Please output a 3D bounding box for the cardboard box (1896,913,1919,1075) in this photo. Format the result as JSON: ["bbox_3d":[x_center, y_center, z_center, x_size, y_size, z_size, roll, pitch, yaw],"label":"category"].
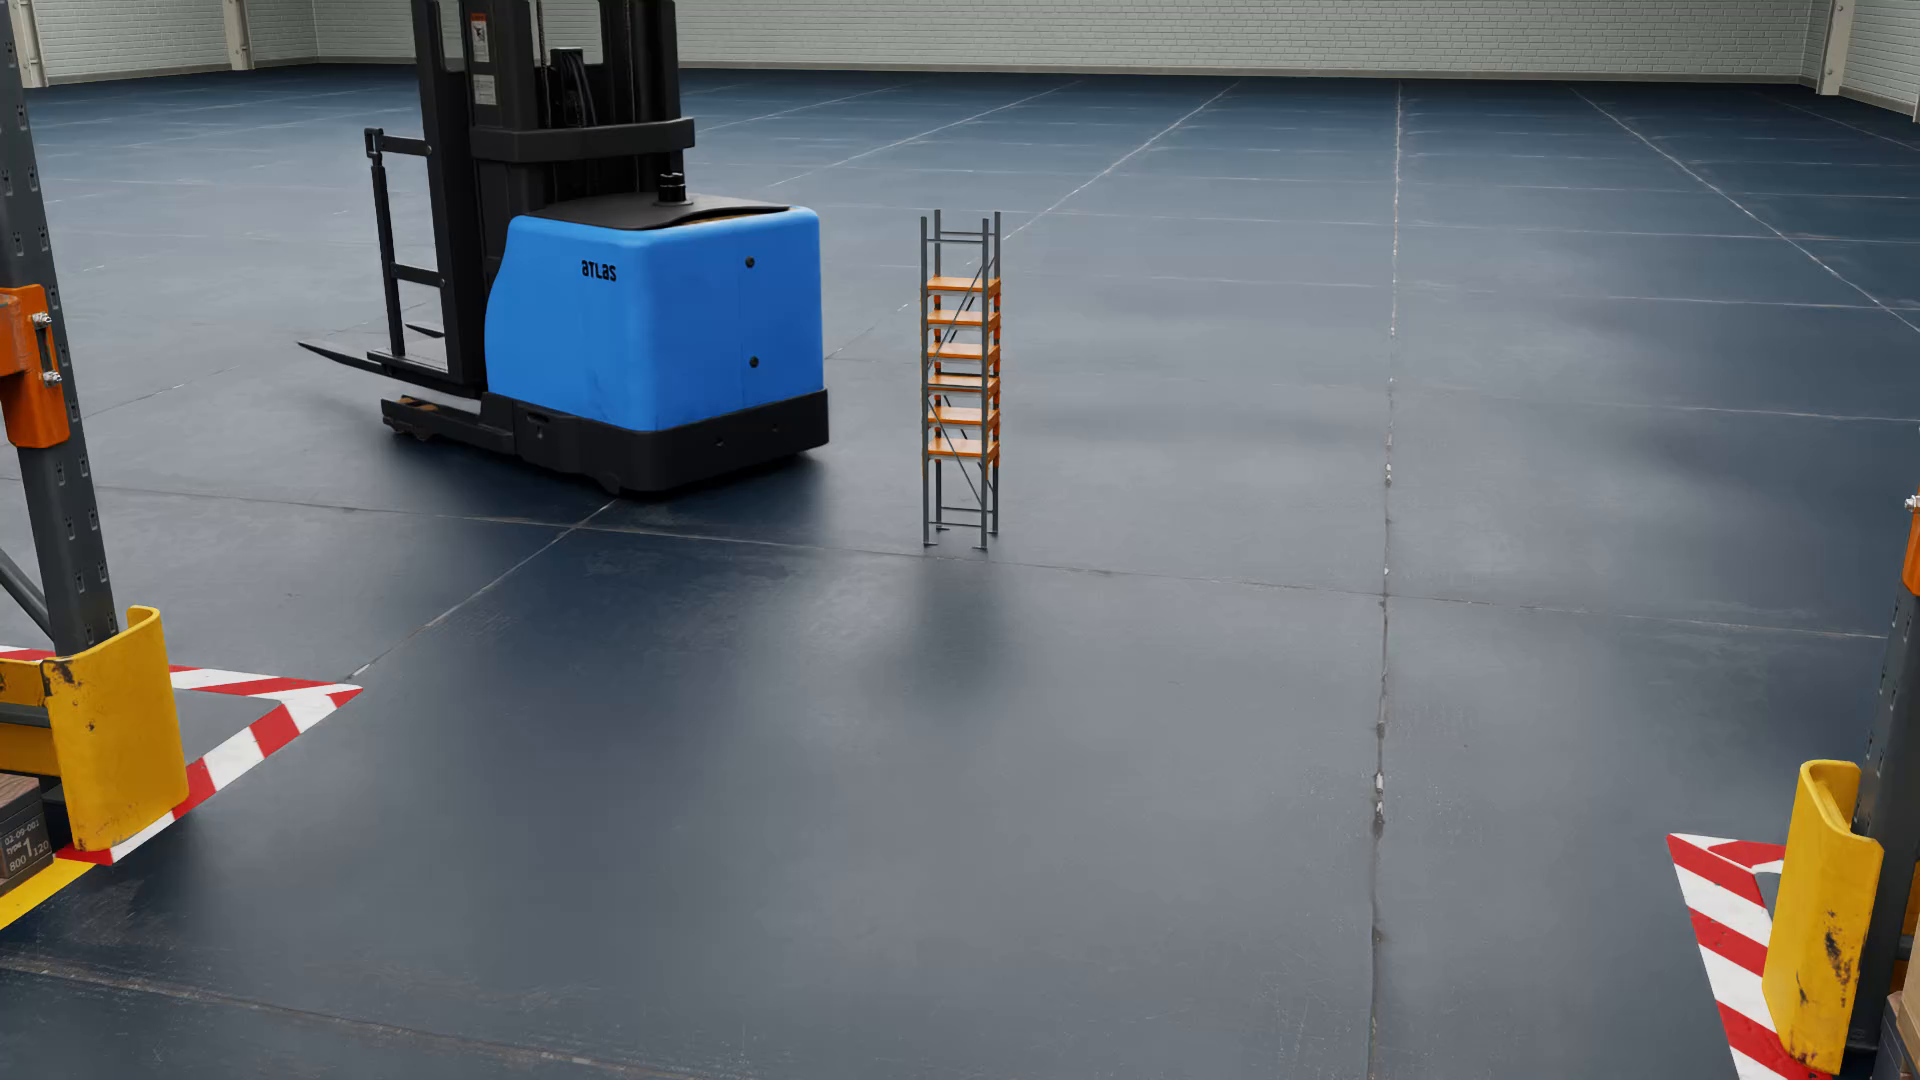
[{"bbox_3d":[1.858,0.852,2.658,0.500,0.250,0.500,5,19,13],"label":"cardboard box"}]

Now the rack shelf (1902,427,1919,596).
[{"bbox_3d":[1.716,0.566,1.003,1.077,0.370,4.000,5,19,13],"label":"rack shelf"}]

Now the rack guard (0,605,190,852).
[{"bbox_3d":[-2.570,0.417,4.194,1.175,0.500,0.348,5,19,13],"label":"rack guard"}]

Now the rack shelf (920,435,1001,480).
[{"bbox_3d":[0.004,-0.303,6.099,0.258,0.103,0.180,5,19,13],"label":"rack shelf"}]

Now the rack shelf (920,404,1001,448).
[{"bbox_3d":[0.004,-0.417,6.060,0.258,0.103,0.180,5,19,13],"label":"rack shelf"}]

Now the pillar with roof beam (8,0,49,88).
[{"bbox_3d":[-12.830,-12.233,28.079,9.100,9.000,0.400,5,19,13],"label":"pillar with roof beam"}]

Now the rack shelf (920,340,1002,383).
[{"bbox_3d":[0.004,-0.644,5.982,0.258,0.103,0.180,5,19,13],"label":"rack shelf"}]

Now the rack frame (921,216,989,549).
[{"bbox_3d":[-0.019,-0.544,5.923,0.240,1.200,0.006,5,19,13],"label":"rack frame"}]

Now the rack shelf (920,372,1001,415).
[{"bbox_3d":[0.004,-0.530,6.021,0.258,0.103,0.180,5,19,13],"label":"rack shelf"}]

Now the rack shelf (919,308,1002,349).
[{"bbox_3d":[0.004,-0.757,5.944,0.258,0.103,0.180,5,19,13],"label":"rack shelf"}]

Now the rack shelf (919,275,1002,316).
[{"bbox_3d":[0.004,-0.871,5.905,0.258,0.103,0.180,5,19,13],"label":"rack shelf"}]

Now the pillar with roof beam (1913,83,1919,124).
[{"bbox_3d":[9.366,-10.425,22.787,9.100,9.000,0.400,5,19,13],"label":"pillar with roof beam"}]

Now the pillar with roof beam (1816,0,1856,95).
[{"bbox_3d":[10.832,-12.305,28.292,9.100,9.000,0.400,5,19,13],"label":"pillar with roof beam"}]

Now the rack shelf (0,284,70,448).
[{"bbox_3d":[-3.086,0.174,2.151,1.077,0.370,4.000,5,19,13],"label":"rack shelf"}]

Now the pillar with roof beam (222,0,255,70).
[{"bbox_3d":[-11.364,-14.113,33.585,9.100,9.000,0.400,5,19,13],"label":"pillar with roof beam"}]

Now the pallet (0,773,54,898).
[{"bbox_3d":[-2.774,0.808,3.496,1.003,0.211,1.213,5,19,13],"label":"pallet"}]

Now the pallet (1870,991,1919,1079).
[{"bbox_3d":[2.059,1.161,2.461,1.003,0.211,1.213,5,19,13],"label":"pallet"}]

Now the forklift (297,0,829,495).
[{"bbox_3d":[-2.010,-1.944,7.344,3.031,2.935,1.130,16,24,38],"label":"forklift"}]

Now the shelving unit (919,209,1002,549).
[{"bbox_3d":[0.004,-0.572,6.007,0.258,1.200,0.189,5,19,13],"label":"shelving unit"}]

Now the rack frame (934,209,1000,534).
[{"bbox_3d":[0.026,-0.601,6.091,0.240,1.200,0.006,5,19,13],"label":"rack frame"}]

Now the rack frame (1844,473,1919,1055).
[{"bbox_3d":[2.205,-0.401,2.722,1.000,3.000,0.127,5,19,13],"label":"rack frame"}]

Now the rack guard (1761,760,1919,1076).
[{"bbox_3d":[2.211,0.774,3.148,1.175,0.500,0.348,5,19,13],"label":"rack guard"}]

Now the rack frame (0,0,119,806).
[{"bbox_3d":[-2.597,-0.794,3.870,1.000,3.000,0.127,5,19,13],"label":"rack frame"}]
